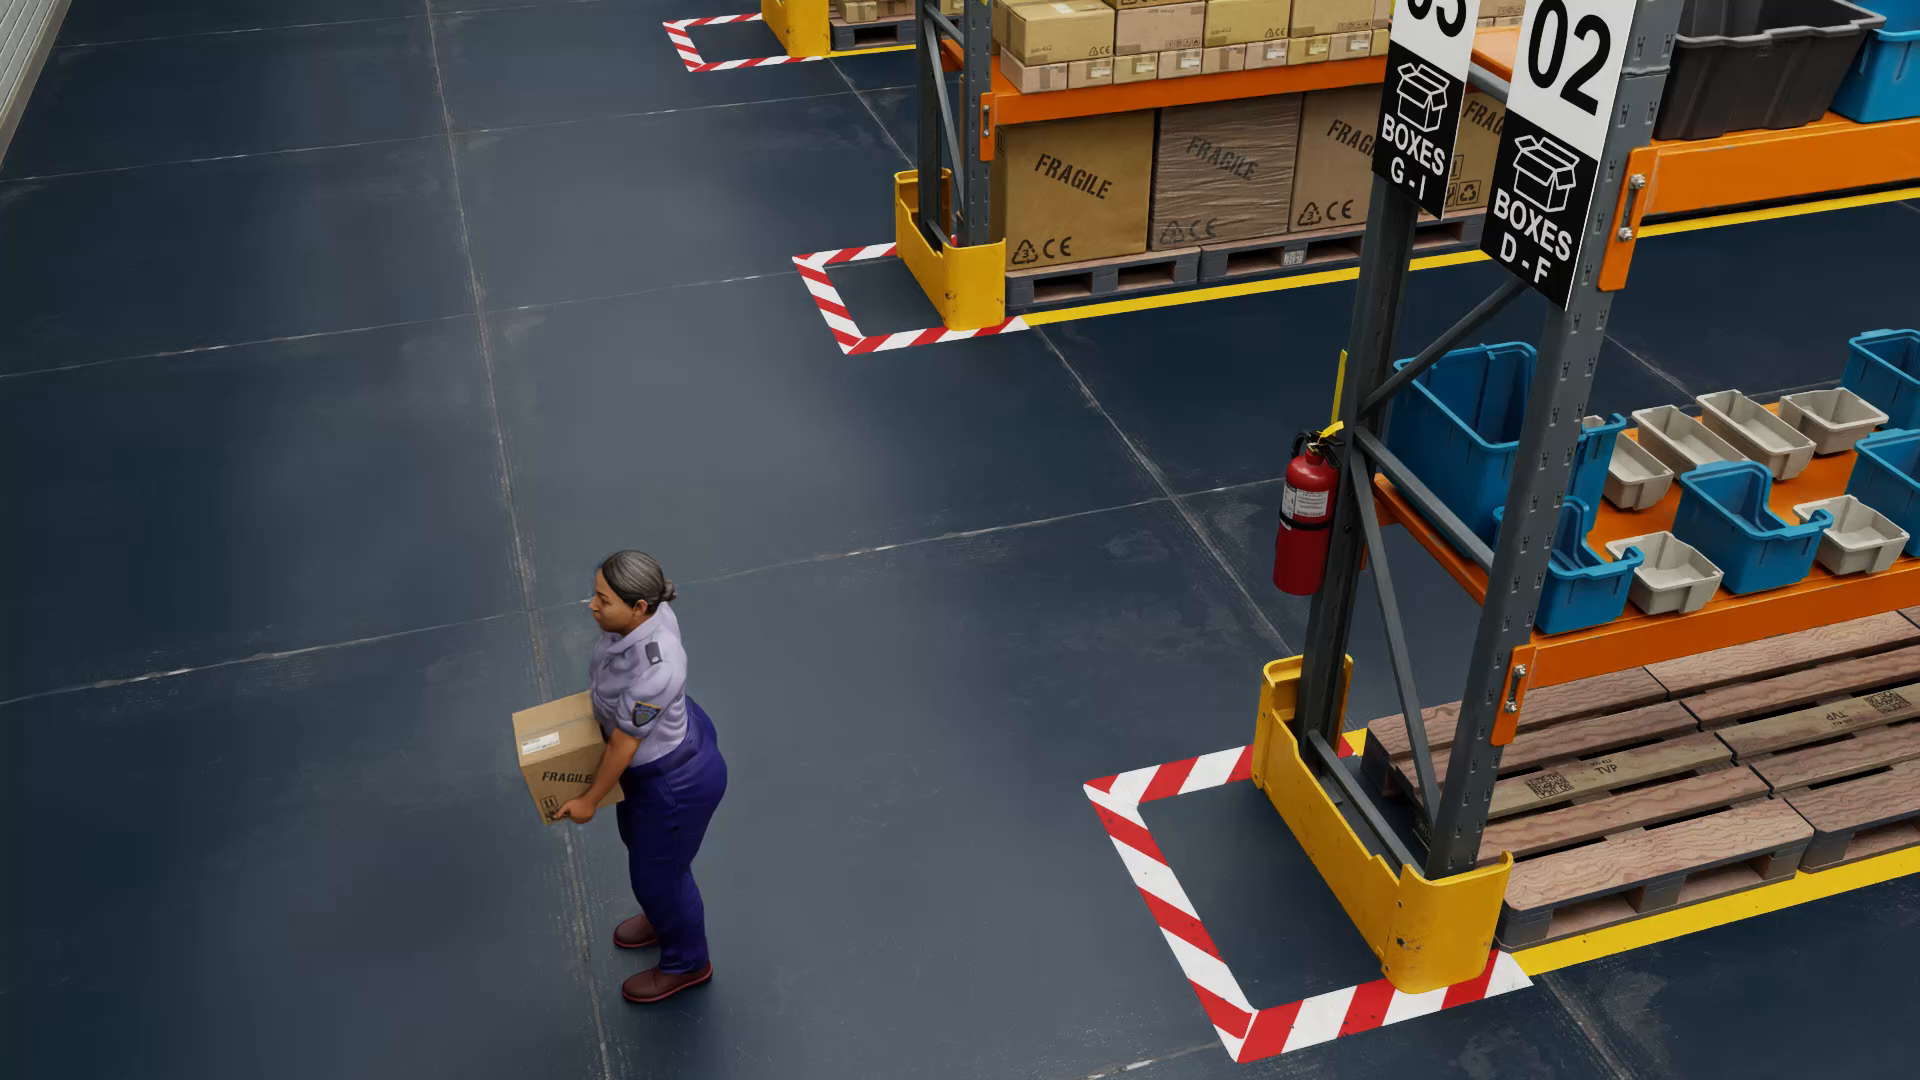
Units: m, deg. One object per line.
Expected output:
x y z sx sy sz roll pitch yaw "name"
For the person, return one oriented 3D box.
-0.987 0.725 5.094 0.523 1.647 0.434 -10 35 -15 "person"
